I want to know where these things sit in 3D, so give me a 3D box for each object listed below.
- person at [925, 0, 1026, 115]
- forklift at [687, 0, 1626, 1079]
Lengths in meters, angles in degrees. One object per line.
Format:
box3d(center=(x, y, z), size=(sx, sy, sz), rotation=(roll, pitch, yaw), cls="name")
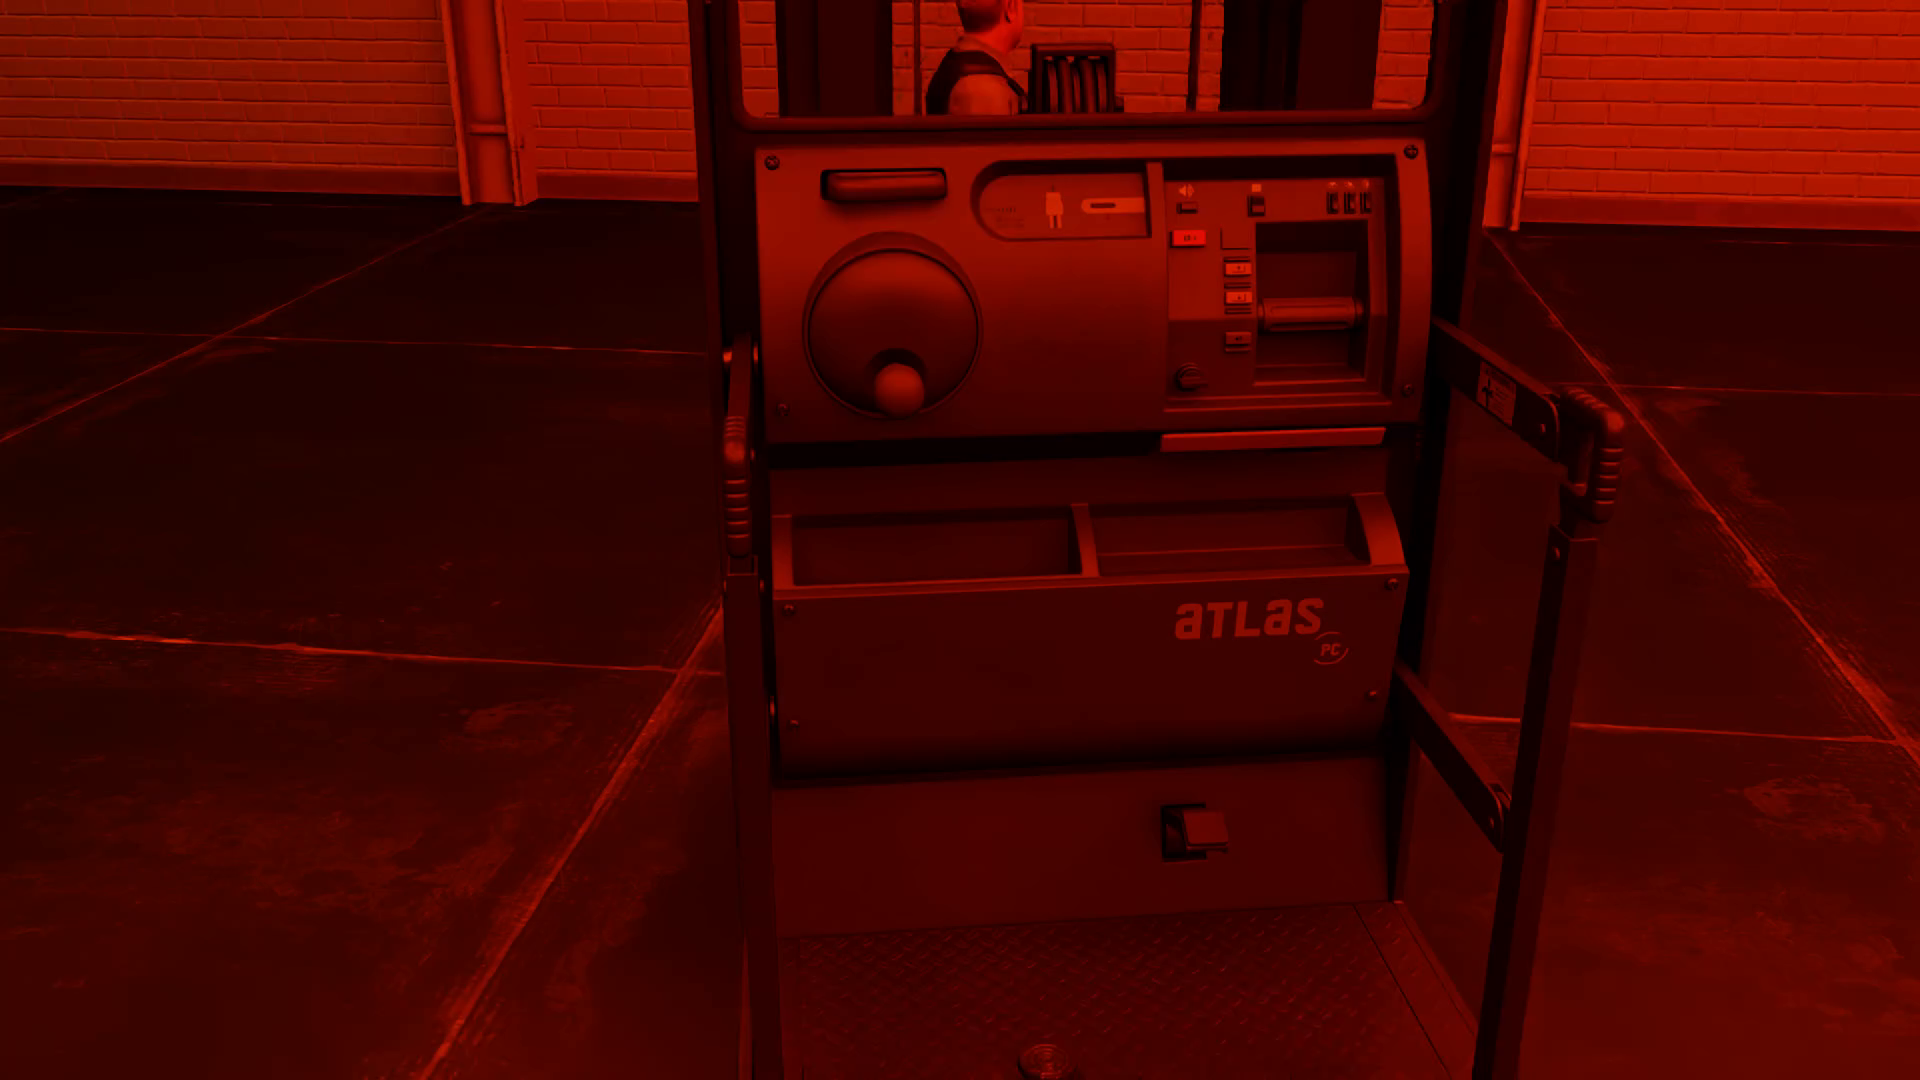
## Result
box3d(center=(0.163, -0.798, 4.894), size=(0.559, 1.710, 0.670), rotation=(-5, 22, -12), cls="person")
box3d(center=(0.214, -0.335, 2.086), size=(1.130, 2.935, 3.031), rotation=(-2, 22, -6), cls="forklift")
